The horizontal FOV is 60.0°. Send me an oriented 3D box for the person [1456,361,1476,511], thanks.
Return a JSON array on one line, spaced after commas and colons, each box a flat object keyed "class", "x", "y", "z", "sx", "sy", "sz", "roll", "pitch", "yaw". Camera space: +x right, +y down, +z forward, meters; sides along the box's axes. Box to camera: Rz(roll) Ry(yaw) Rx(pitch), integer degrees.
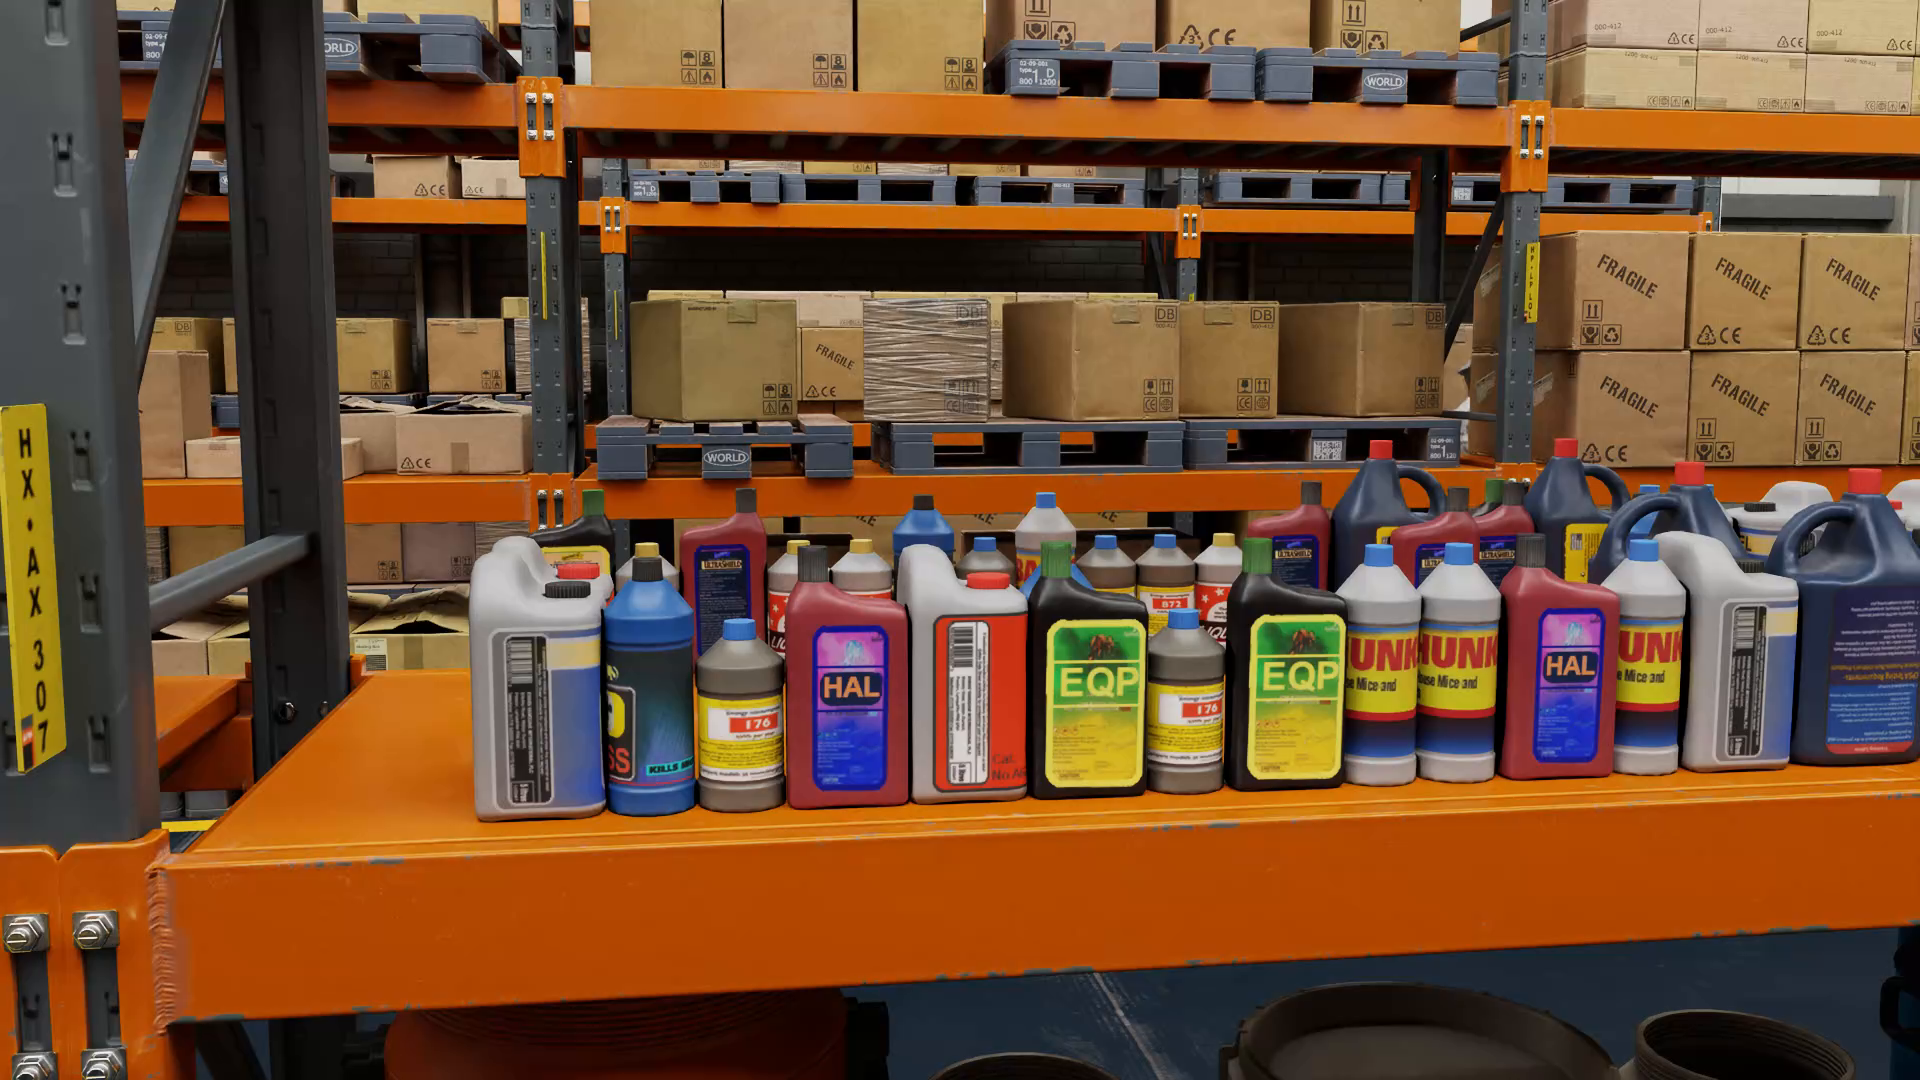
[{"class": "person", "x": 3.073, "y": -0.172, "z": 9.587, "sx": 0.457, "sy": 1.804, "sz": 0.530, "roll": -1, "pitch": 6, "yaw": -5}]
